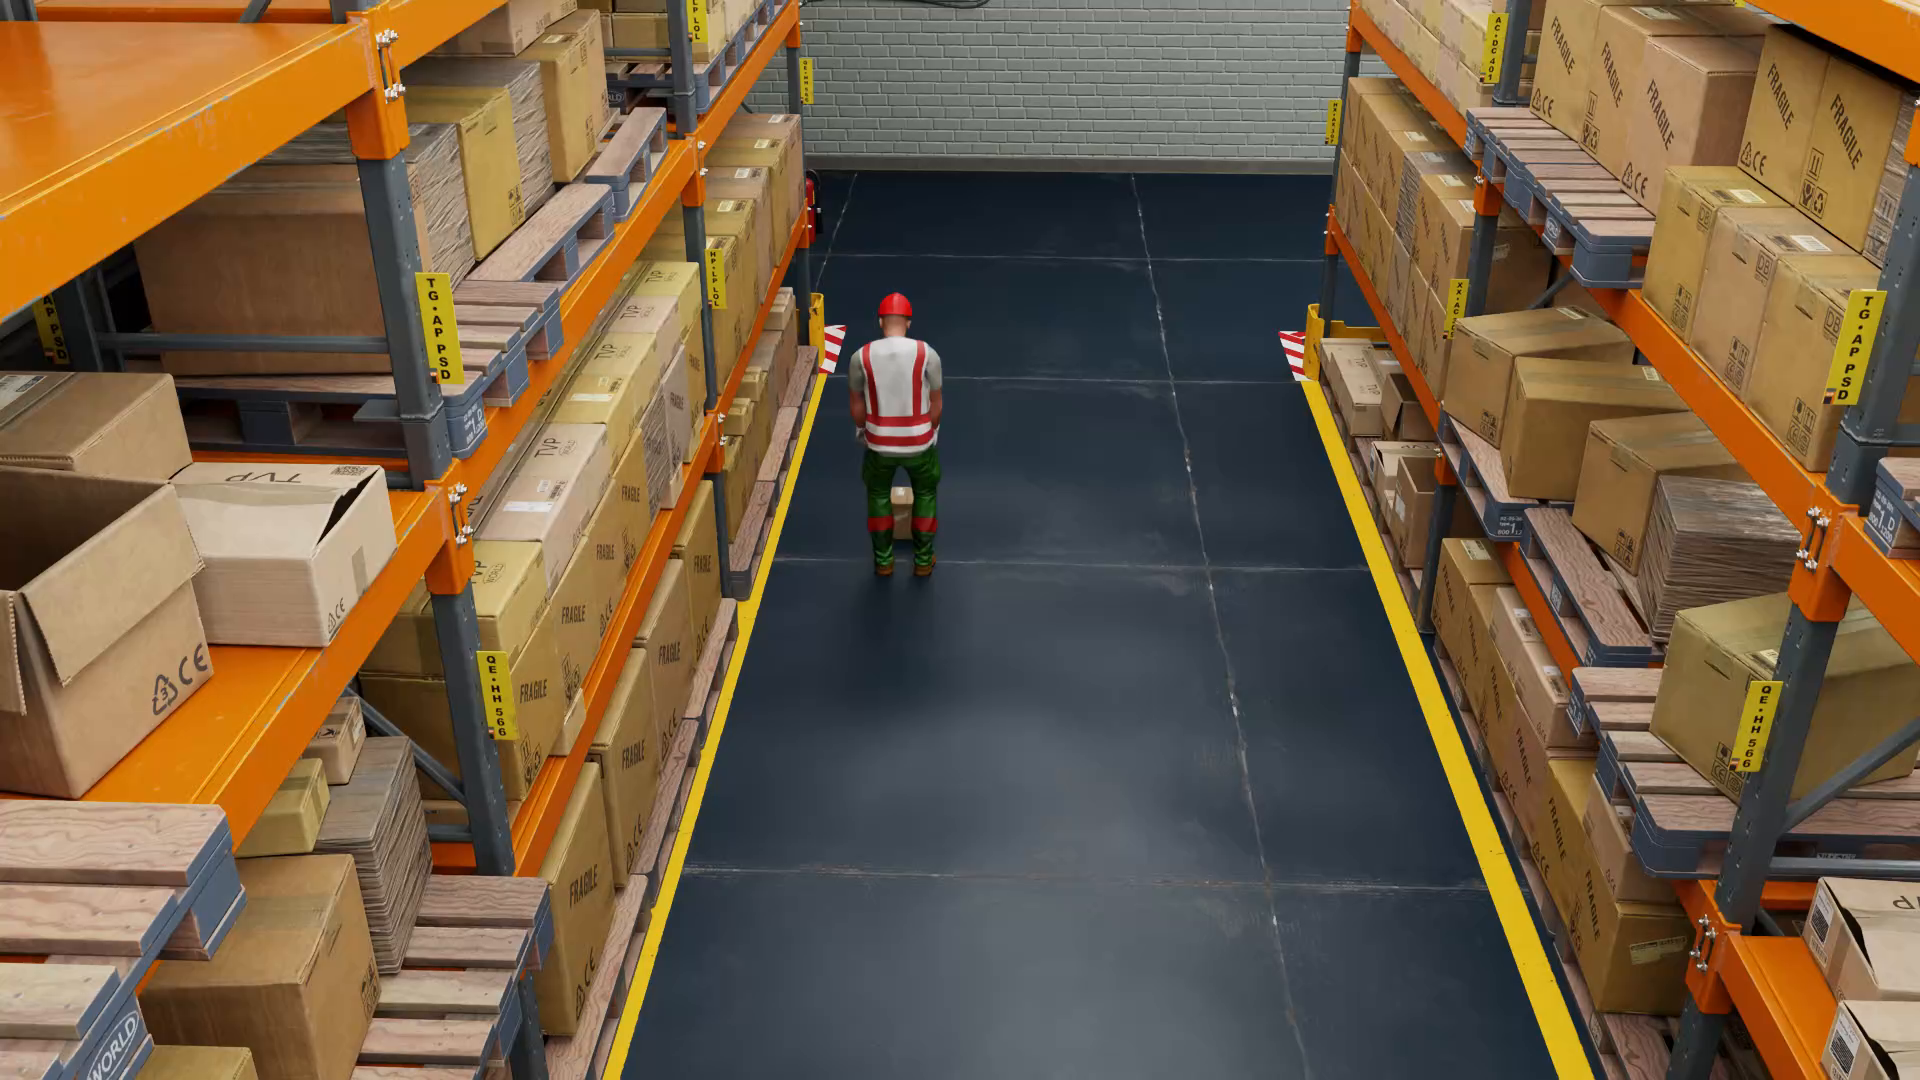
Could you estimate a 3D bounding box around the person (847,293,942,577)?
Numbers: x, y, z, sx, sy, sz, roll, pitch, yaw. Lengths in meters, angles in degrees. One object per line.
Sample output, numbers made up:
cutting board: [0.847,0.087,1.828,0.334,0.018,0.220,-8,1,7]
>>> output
person: [-0.375,-0.606,9.834,0.549,1.712,0.496,2,28,3]
